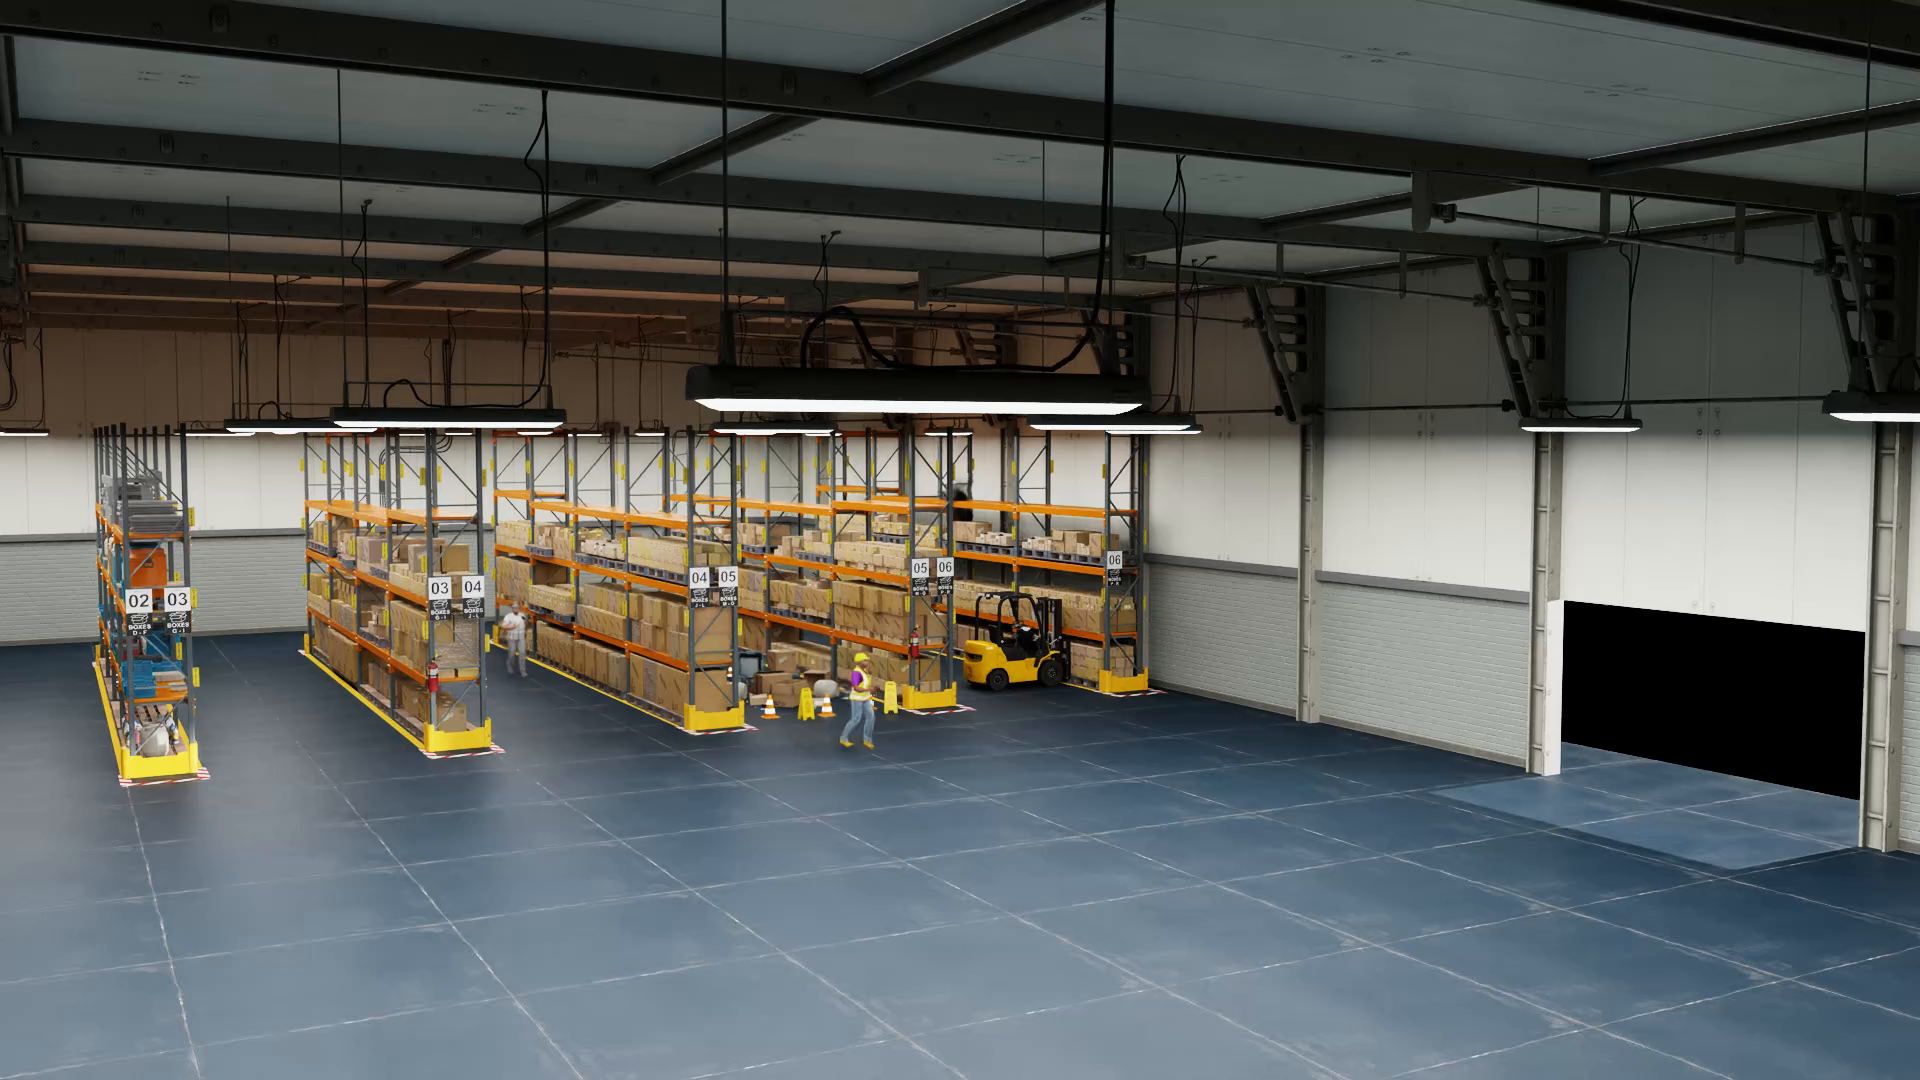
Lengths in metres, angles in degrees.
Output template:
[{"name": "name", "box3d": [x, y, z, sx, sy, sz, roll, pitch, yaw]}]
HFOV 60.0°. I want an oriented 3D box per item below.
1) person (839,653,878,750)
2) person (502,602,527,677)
[{"name": "person", "box3d": [-1.844, 2.998, 30.663, 0.757, 1.847, 0.720, 1, 4, 17]}, {"name": "person", "box3d": [-10.702, 2.371, 40.101, 0.658, 1.776, 0.957, -2, 4, -32]}]
